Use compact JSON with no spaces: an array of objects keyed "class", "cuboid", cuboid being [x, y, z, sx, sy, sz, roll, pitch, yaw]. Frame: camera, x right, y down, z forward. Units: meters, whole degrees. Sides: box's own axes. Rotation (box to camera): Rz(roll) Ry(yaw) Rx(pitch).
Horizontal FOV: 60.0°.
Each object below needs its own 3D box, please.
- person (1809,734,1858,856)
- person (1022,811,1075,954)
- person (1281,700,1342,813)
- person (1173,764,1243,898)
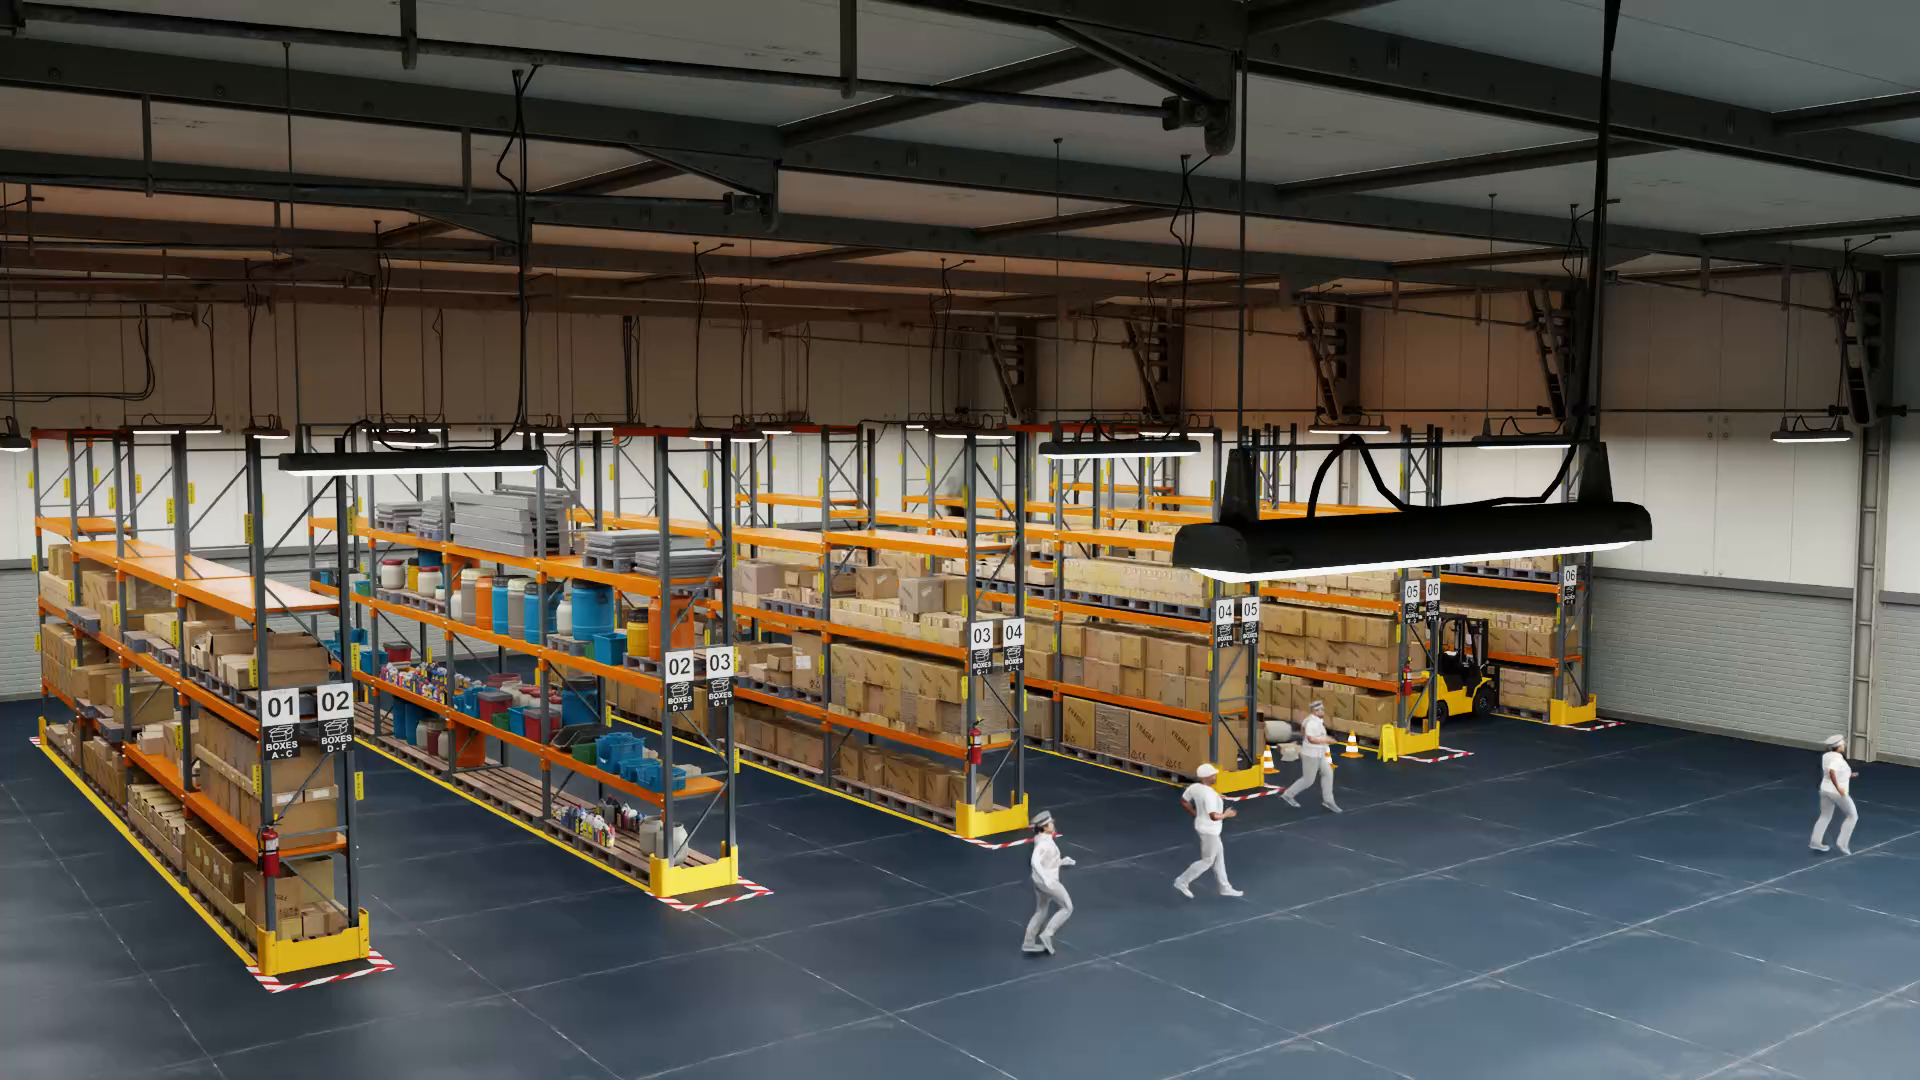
[{"class":"person","cuboid":[12.457,3.632,23.657,0.686,1.741,0.557,-1,5,-9]},{"class":"person","cuboid":[1.037,3.967,19.304,0.641,1.671,0.592,-1,5,-14]},{"class":"person","cuboid":[5.542,3.402,26.173,0.938,1.808,0.669,2,5,20]},{"class":"person","cuboid":[3.197,3.735,21.335,0.960,1.748,0.708,-1,5,-8]}]
